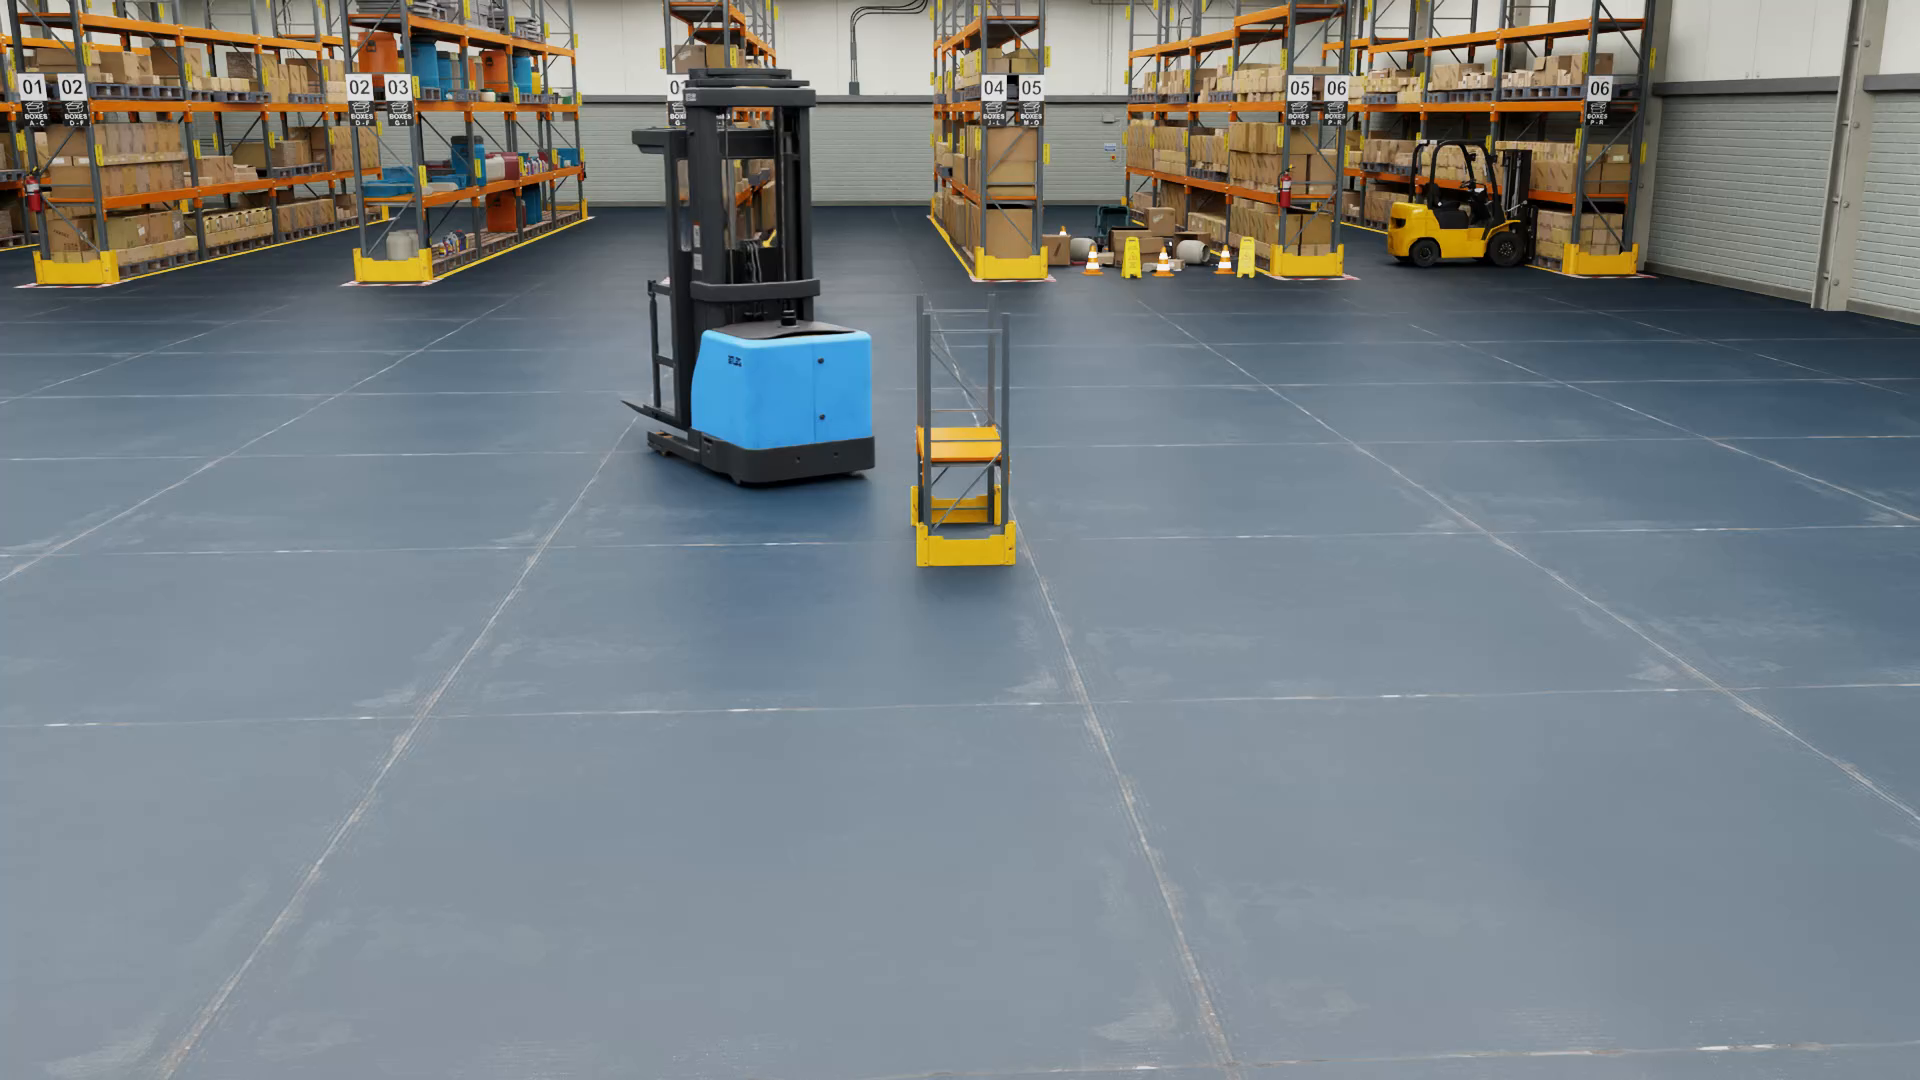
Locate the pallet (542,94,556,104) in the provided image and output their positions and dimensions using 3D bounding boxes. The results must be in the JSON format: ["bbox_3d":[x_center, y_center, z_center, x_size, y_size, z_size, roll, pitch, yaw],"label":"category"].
[{"bbox_3d":[-9.662,-9.778,36.869,1.213,0.211,1.003,-1,14,-3],"label":"pallet"}]

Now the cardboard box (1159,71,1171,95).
[{"bbox_3d":[4.792,-10.321,37.555,0.500,0.500,0.500,-1,14,-4],"label":"cardboard box"}]

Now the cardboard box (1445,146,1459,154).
[{"bbox_3d":[10.045,-7.880,33.632,0.380,0.149,0.250,-1,14,-2],"label":"cardboard box"}]

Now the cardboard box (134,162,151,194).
[{"bbox_3d":[-14.123,-6.100,28.014,0.700,0.500,0.500,0,14,-2],"label":"cardboard box"}]

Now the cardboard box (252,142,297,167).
[{"bbox_3d":[-14.522,-8.177,35.244,0.700,0.500,0.500,2,15,7],"label":"cardboard box"}]

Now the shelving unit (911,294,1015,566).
[{"bbox_3d":[0.005,-0.707,10.266,0.587,1.500,1.083,-1,14,-3],"label":"shelving unit"}]

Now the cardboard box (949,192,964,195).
[{"bbox_3d":[0.036,-7.265,35.413,0.500,0.250,0.500,-1,14,-5],"label":"cardboard box"}]

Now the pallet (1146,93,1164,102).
[{"bbox_3d":[4.986,-10.453,39.292,1.003,0.211,1.213,-1,14,-3],"label":"pallet"}]

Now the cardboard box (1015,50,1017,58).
[{"bbox_3d":[1.102,-7.937,27.194,0.380,0.149,0.250,-1,14,-4],"label":"cardboard box"}]

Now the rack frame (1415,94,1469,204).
[{"bbox_3d":[10.228,-7.922,35.298,1.000,3.000,0.127,-1,14,-3],"label":"rack frame"}]

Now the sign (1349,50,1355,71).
[{"bbox_3d":[6.312,-7.740,26.814,0.100,0.325,0.005,-1,14,-3],"label":"sign"}]

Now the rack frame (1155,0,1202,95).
[{"bbox_3d":[5.027,-11.745,38.115,1.000,3.000,0.127,-1,14,-3],"label":"rack frame"}]

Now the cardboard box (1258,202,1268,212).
[{"bbox_3d":[5.358,-5.752,28.733,0.380,0.149,0.250,-1,14,-3],"label":"cardboard box"}]

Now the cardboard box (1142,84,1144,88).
[{"bbox_3d":[4.896,-11.356,41.880,0.500,0.250,0.500,-2,15,-9],"label":"cardboard box"}]

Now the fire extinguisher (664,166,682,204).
[{"bbox_3d":[-4.574,-5.629,26.541,0.296,0.674,0.183,-1,14,-3],"label":"fire extinguisher"}]

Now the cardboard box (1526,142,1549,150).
[{"bbox_3d":[10.359,-7.031,29.735,0.380,0.149,0.250,-1,14,-4],"label":"cardboard box"}]

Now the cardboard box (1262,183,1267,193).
[{"bbox_3d":[5.366,-6.012,28.378,0.380,0.149,0.250,-1,14,-2],"label":"cardboard box"}]

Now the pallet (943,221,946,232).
[{"bbox_3d":[0.142,-7.194,38.063,1.003,0.211,1.213,-1,14,-3],"label":"pallet"}]

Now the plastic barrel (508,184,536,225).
[{"bbox_3d":[-9.747,-7.486,36.969,0.600,0.901,0.708,-1,14,-3],"label":"plastic barrel"}]

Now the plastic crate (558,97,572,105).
[{"bbox_3d":[-9.710,-10.714,40.554,0.450,0.188,0.336,-1,14,-3],"label":"plastic crate"}]

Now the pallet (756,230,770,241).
[{"bbox_3d":[-4.590,-6.539,35.516,1.003,0.211,1.213,-1,14,-3],"label":"pallet"}]

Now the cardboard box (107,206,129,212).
[{"bbox_3d":[-19.640,-7.638,38.365,0.700,0.500,0.500,-1,14,-3],"label":"cardboard box"}]

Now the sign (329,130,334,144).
[{"bbox_3d":[-14.198,-9.105,37.570,0.100,0.325,0.005,-1,14,-3],"label":"sign"}]

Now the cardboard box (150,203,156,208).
[{"bbox_3d":[-19.738,-8.023,39.862,0.700,0.500,0.500,-1,14,-5],"label":"cardboard box"}]

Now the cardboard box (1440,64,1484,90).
[{"bbox_3d":[10.161,-9.368,33.651,0.700,0.500,0.500,-1,14,-5],"label":"cardboard box"}]

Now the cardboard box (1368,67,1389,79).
[{"bbox_3d":[9.651,-10.764,38.356,0.396,0.266,0.258,-1,14,-4],"label":"cardboard box"}]

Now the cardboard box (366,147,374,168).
[{"bbox_3d":[-14.665,-9.342,40.614,0.500,0.500,0.500,-1,14,-3],"label":"cardboard box"}]

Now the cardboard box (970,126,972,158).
[{"bbox_3d":[0.623,-6.980,29.169,0.875,0.550,0.550,-1,14,-3],"label":"cardboard box"}]

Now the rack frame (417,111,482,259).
[{"bbox_3d":[-9.312,-6.621,30.238,1.000,3.000,0.127,-1,14,-3],"label":"rack frame"}]

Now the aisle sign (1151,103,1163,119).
[{"bbox_3d":[5.084,-11.116,42.494,0.394,0.787,0.004,-1,14,-3],"label":"aisle sign"}]

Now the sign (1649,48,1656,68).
[{"bbox_3d":[11.278,-7.854,27.100,0.100,0.325,0.005,-1,14,-3],"label":"sign"}]

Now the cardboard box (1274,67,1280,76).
[{"bbox_3d":[5.443,-7.780,27.628,0.380,0.149,0.250,-1,14,-4],"label":"cardboard box"}]

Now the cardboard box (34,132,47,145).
[{"bbox_3d":[-19.288,-8.403,34.822,0.500,0.250,0.500,-1,14,-3],"label":"cardboard box"}]

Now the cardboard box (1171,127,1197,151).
[{"bbox_3d":[4.917,-8.753,36.320,0.500,0.500,0.500,-1,14,-3],"label":"cardboard box"}]

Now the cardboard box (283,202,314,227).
[{"bbox_3d":[-14.349,-7.045,36.020,0.500,0.500,0.500,-1,14,-5],"label":"cardboard box"}]

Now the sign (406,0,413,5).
[{"bbox_3d":[-8.515,-8.437,25.679,0.100,0.325,0.005,-1,14,-3],"label":"sign"}]

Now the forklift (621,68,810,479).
[{"bbox_3d":[-1.831,-2.135,12.942,1.121,2.935,3.031,-9,17,-31],"label":"forklift"}]

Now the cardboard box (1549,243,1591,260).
[{"bbox_3d":[10.380,-4.917,28.291,0.500,0.250,0.500,-1,14,-3],"label":"cardboard box"}]

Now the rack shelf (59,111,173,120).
[{"bbox_3d":[-19.820,-10.059,39.026,1.077,0.370,4.000,-1,14,-3],"label":"rack shelf"}]

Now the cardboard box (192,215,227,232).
[{"bbox_3d":[-14.059,-5.920,31.064,0.500,0.311,0.500,-1,14,-4],"label":"cardboard box"}]

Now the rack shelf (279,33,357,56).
[{"bbox_3d":[-14.876,-11.587,38.953,1.077,0.370,4.000,-1,14,-3],"label":"rack shelf"}]

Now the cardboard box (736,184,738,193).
[{"bbox_3d":[-3.942,-5.904,27.958,0.380,0.149,0.250,-1,14,-3],"label":"cardboard box"}]

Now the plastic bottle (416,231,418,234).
[{"bbox_3d":[-9.676,-5.344,29.709,0.144,0.351,0.185,0,14,-2],"label":"plastic bottle"}]

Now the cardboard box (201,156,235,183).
[{"bbox_3d":[-14.384,-7.171,32.178,0.500,0.500,0.500,-2,15,-6],"label":"cardboard box"}]

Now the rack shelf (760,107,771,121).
[{"bbox_3d":[-4.740,-9.294,36.051,1.077,0.370,4.000,-1,14,-3],"label":"rack shelf"}]

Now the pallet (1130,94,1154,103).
[{"bbox_3d":[4.835,-11.060,41.650,1.003,0.211,1.213,-1,14,-3],"label":"pallet"}]

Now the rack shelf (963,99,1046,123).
[{"bbox_3d":[0.712,-7.355,28.518,1.077,0.370,4.000,-1,14,-3],"label":"rack shelf"}]

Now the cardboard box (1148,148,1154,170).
[{"bbox_3d":[4.743,-9.000,39.283,0.500,0.500,0.500,-1,14,-3],"label":"cardboard box"}]
